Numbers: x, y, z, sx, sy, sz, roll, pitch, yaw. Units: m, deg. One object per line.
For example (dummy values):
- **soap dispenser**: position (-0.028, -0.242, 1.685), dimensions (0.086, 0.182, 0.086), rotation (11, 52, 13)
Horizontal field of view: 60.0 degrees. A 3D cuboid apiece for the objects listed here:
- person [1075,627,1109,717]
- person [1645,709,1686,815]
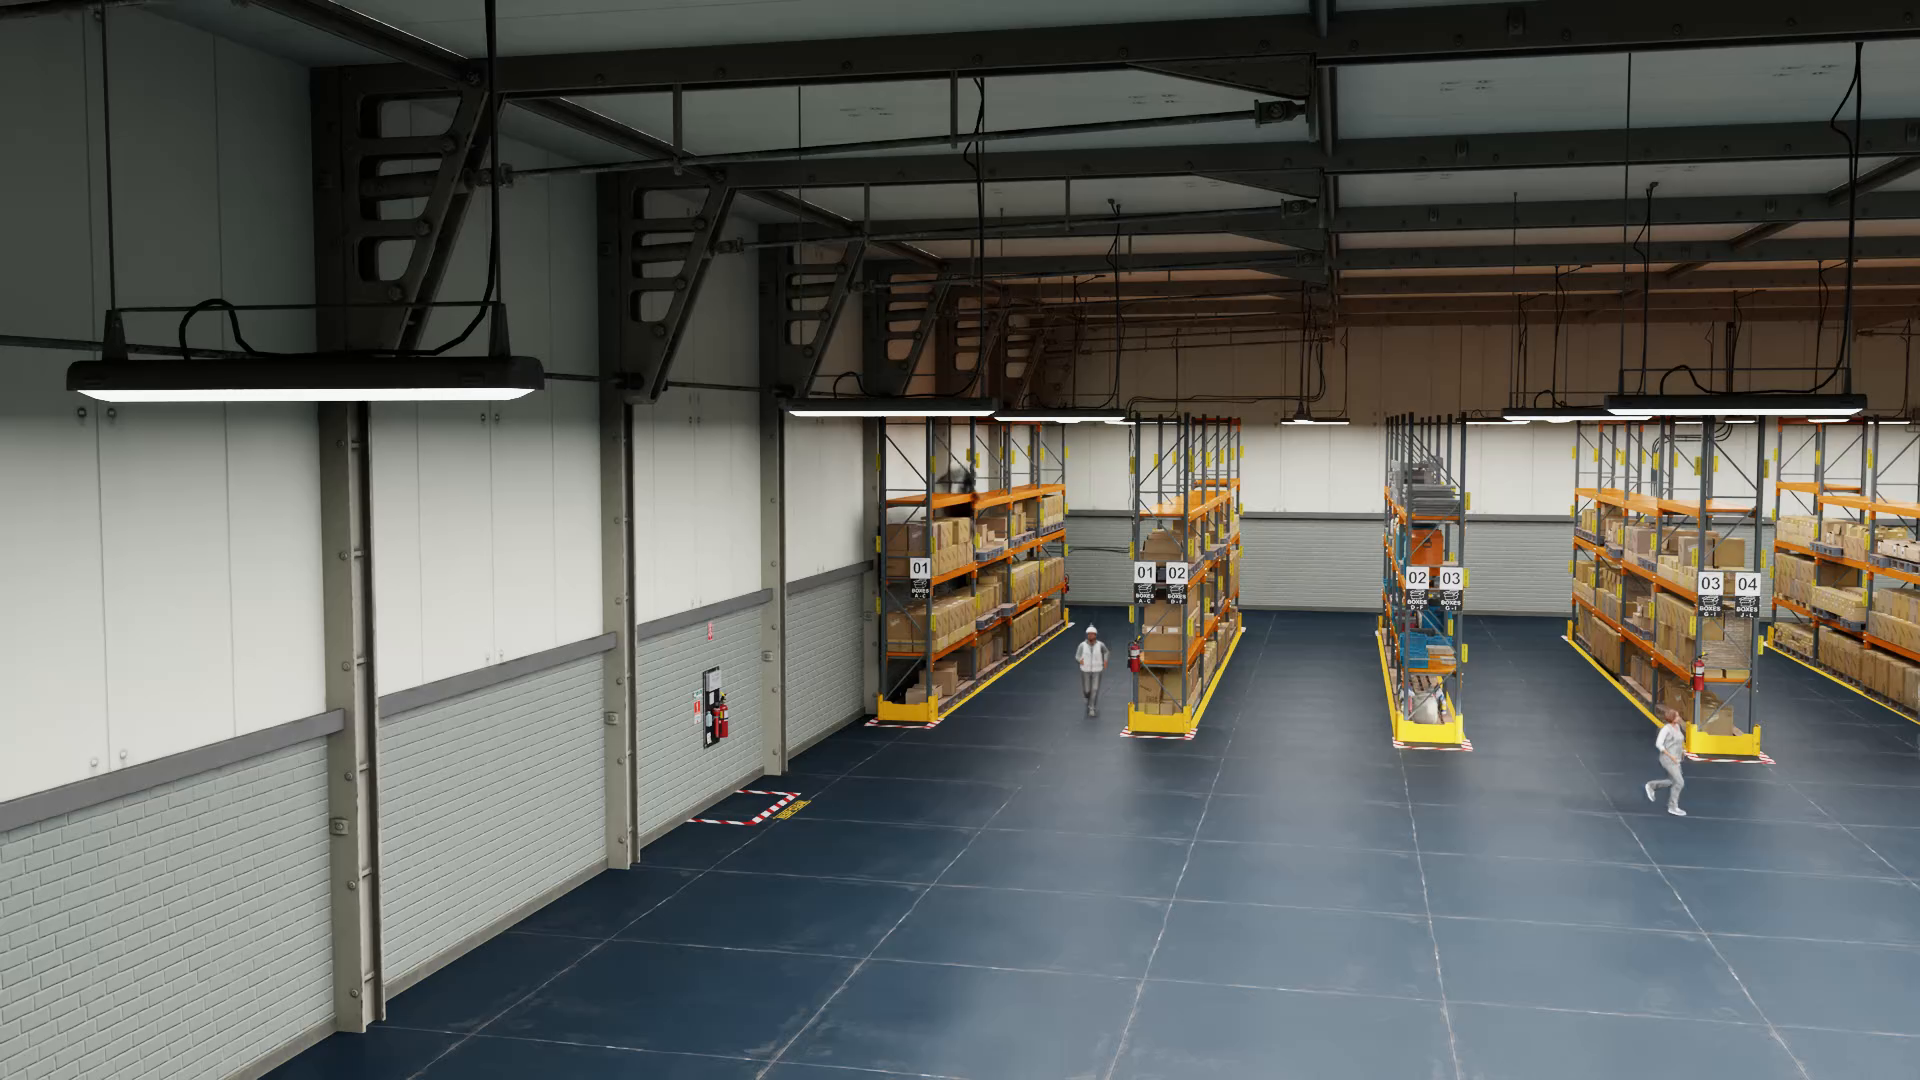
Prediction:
- **person**: position (2.635, 2.602, 33.189), dimensions (0.676, 1.741, 0.971), rotation (0, 4, 7)
- **person**: position (10.499, 3.278, 24.737), dimensions (0.641, 1.564, 0.562), rotation (4, 5, 43)
